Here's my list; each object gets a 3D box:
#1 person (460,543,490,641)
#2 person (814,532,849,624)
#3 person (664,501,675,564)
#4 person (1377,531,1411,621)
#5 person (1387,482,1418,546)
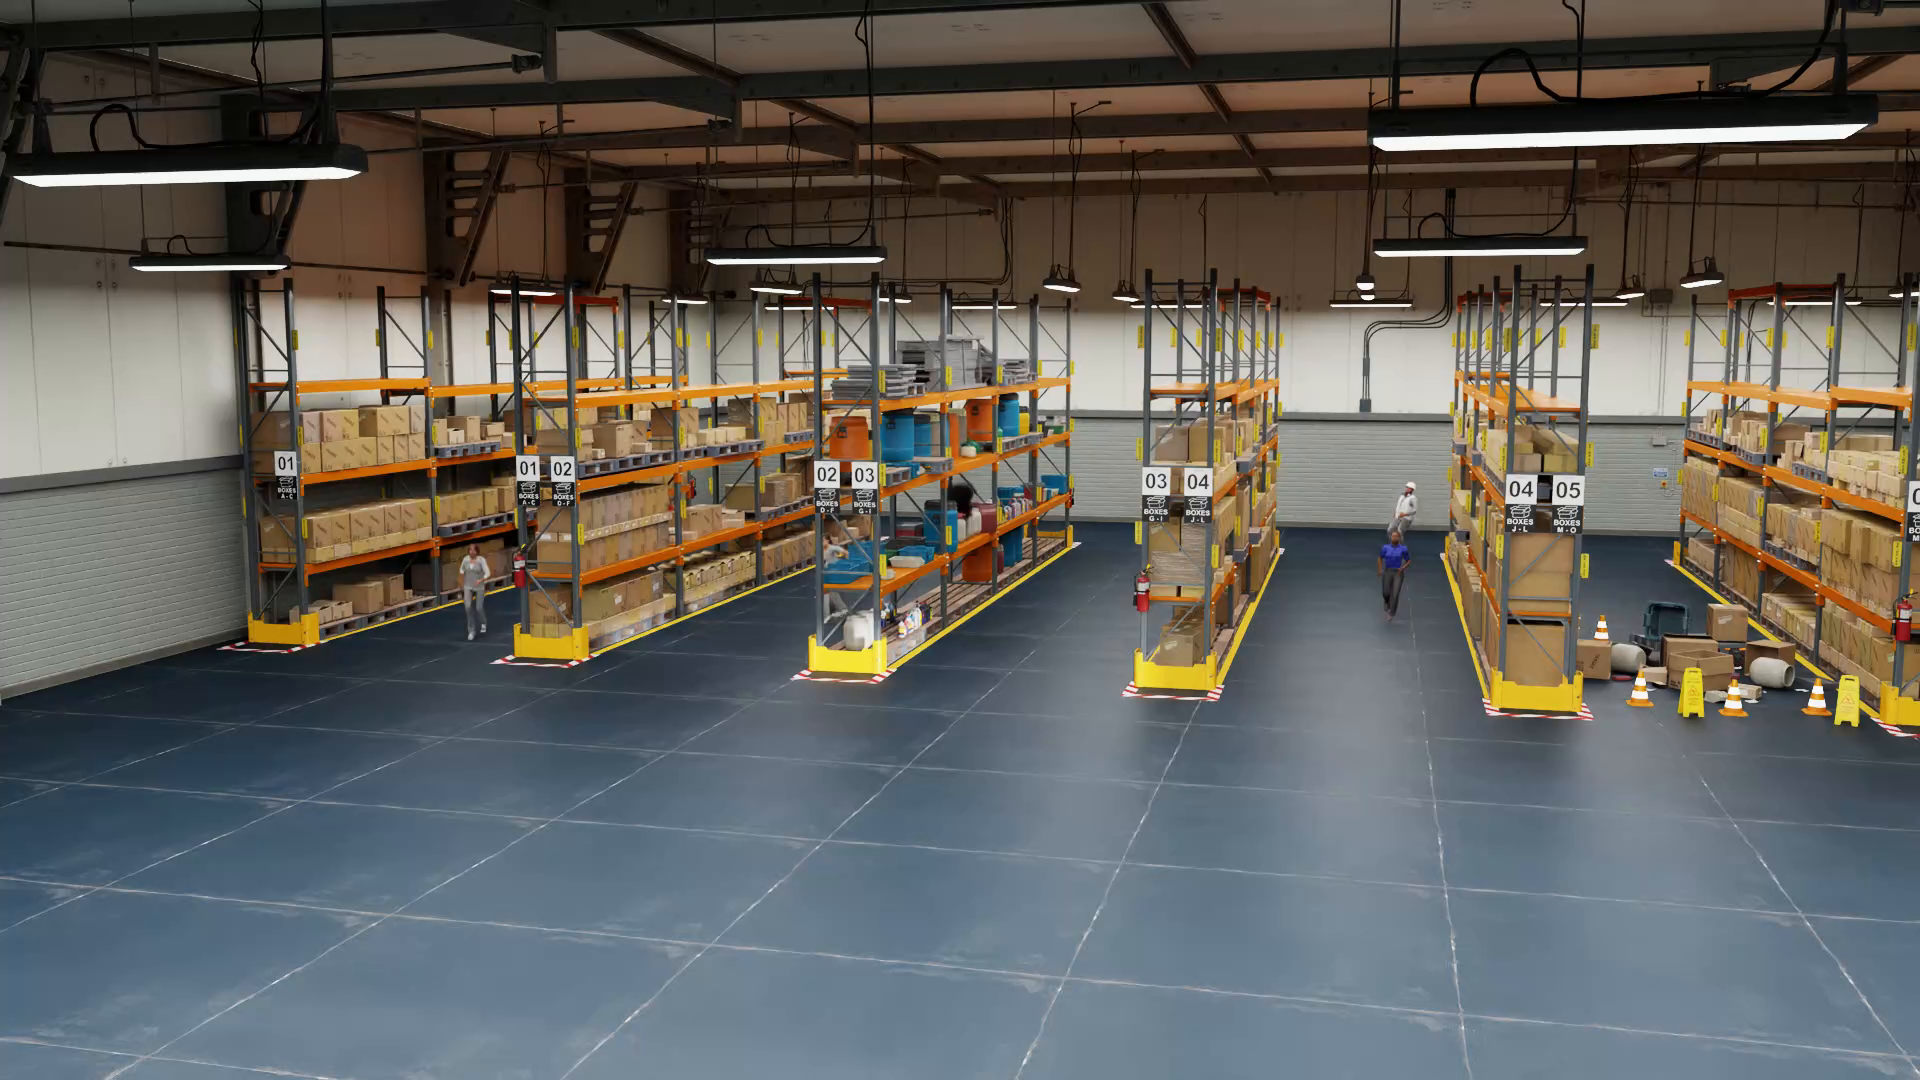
[{"bbox_3d":[-8.195,0.872,28.110,0.542,1.616,0.732,0,7,-4],"label":"person"},{"bbox_3d":[-2.241,0.689,29.563,0.612,1.708,0.830,7,10,44],"label":"person"},{"bbox_3d":[-6.208,-0.062,35.645,0.649,1.628,0.560,2,7,17],"label":"person"},{"bbox_3d":[7.786,0.639,29.878,0.588,1.609,0.545,3,7,20],"label":"person"},{"bbox_3d":[10.324,-0.505,38.839,0.536,1.708,0.674,-4,8,-28],"label":"person"}]
